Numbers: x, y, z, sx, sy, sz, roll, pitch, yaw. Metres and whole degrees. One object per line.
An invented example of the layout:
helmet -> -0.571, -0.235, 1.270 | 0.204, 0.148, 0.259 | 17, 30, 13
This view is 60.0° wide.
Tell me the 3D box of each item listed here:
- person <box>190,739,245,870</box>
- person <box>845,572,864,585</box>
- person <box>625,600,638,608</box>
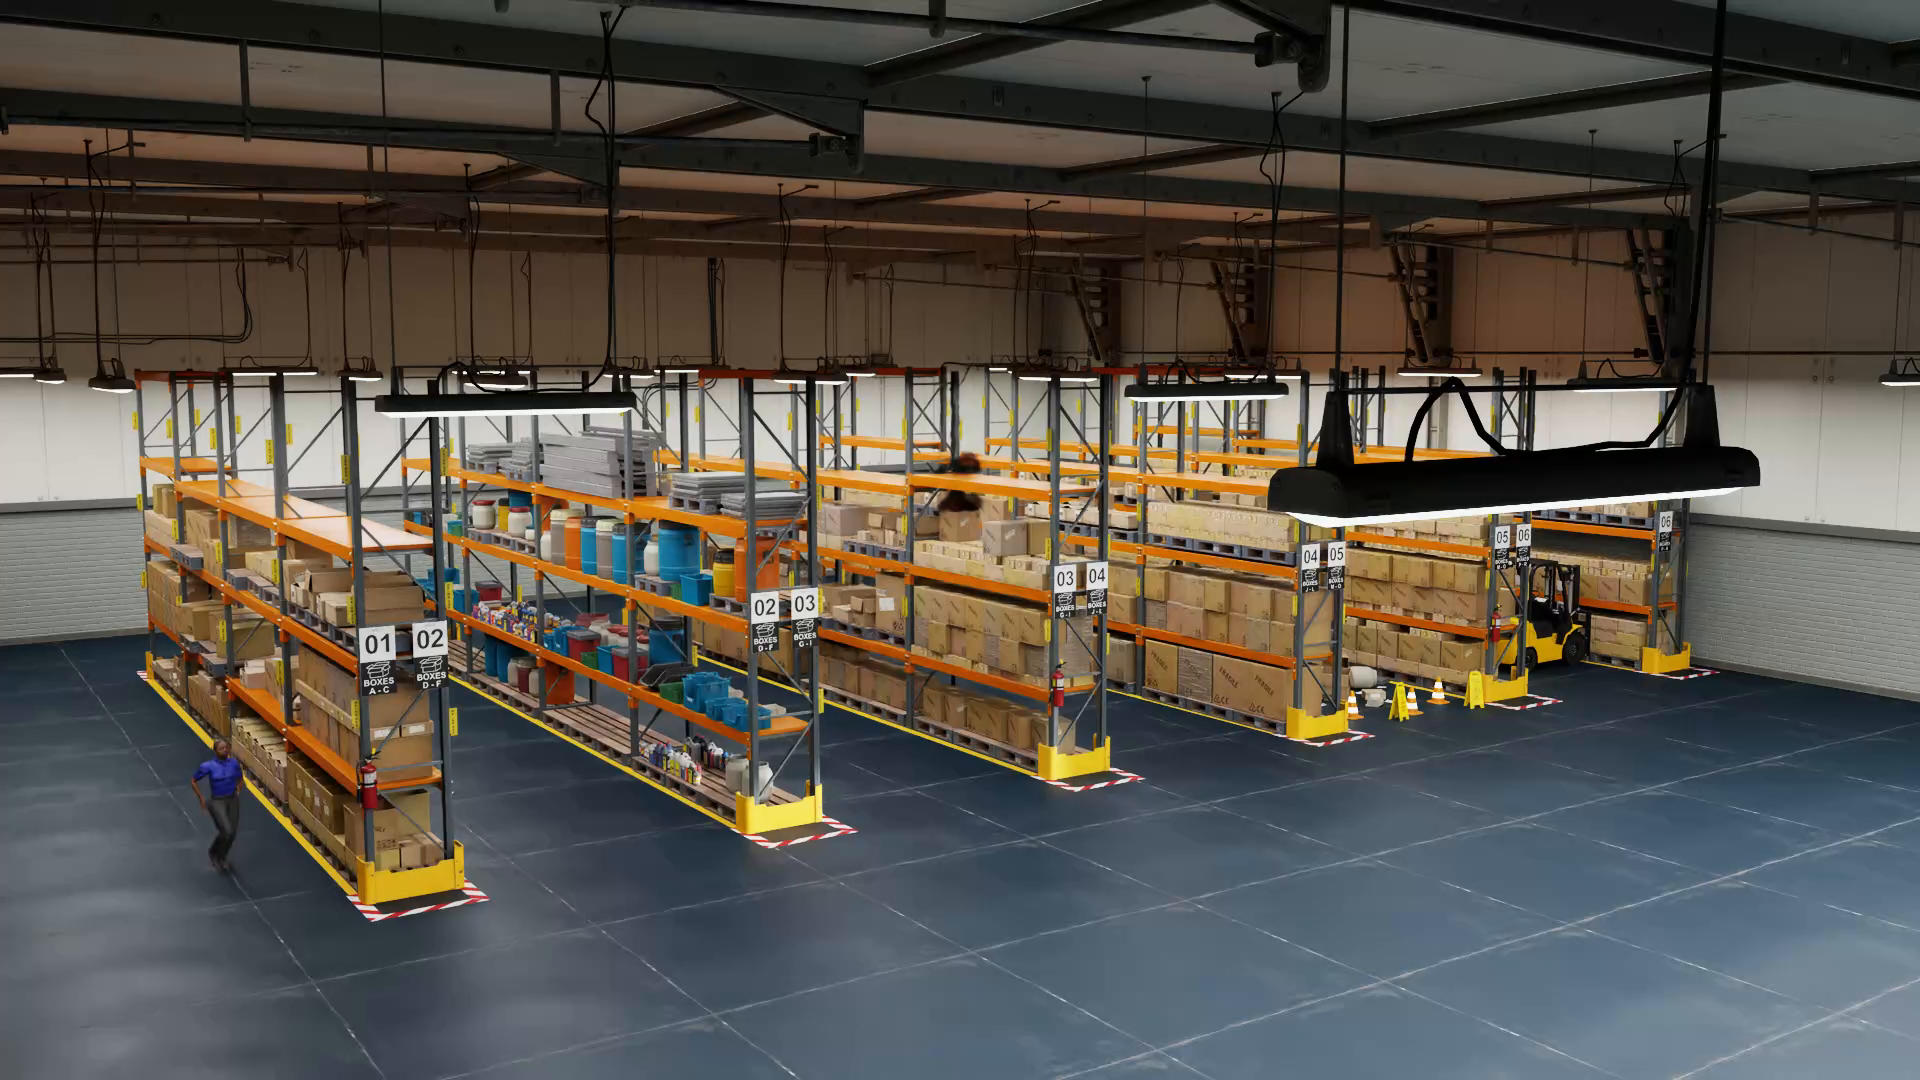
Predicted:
person -> -8.960, 3.232, 20.255 | 0.617, 1.620, 0.552 | 5, 8, 36
person -> -2.635, 0.748, 42.025 | 0.665, 1.639, 0.652 | 2, 7, 18
person -> -7.669, 1.060, 38.974 | 0.532, 1.746, 0.673 | -4, 8, -32
